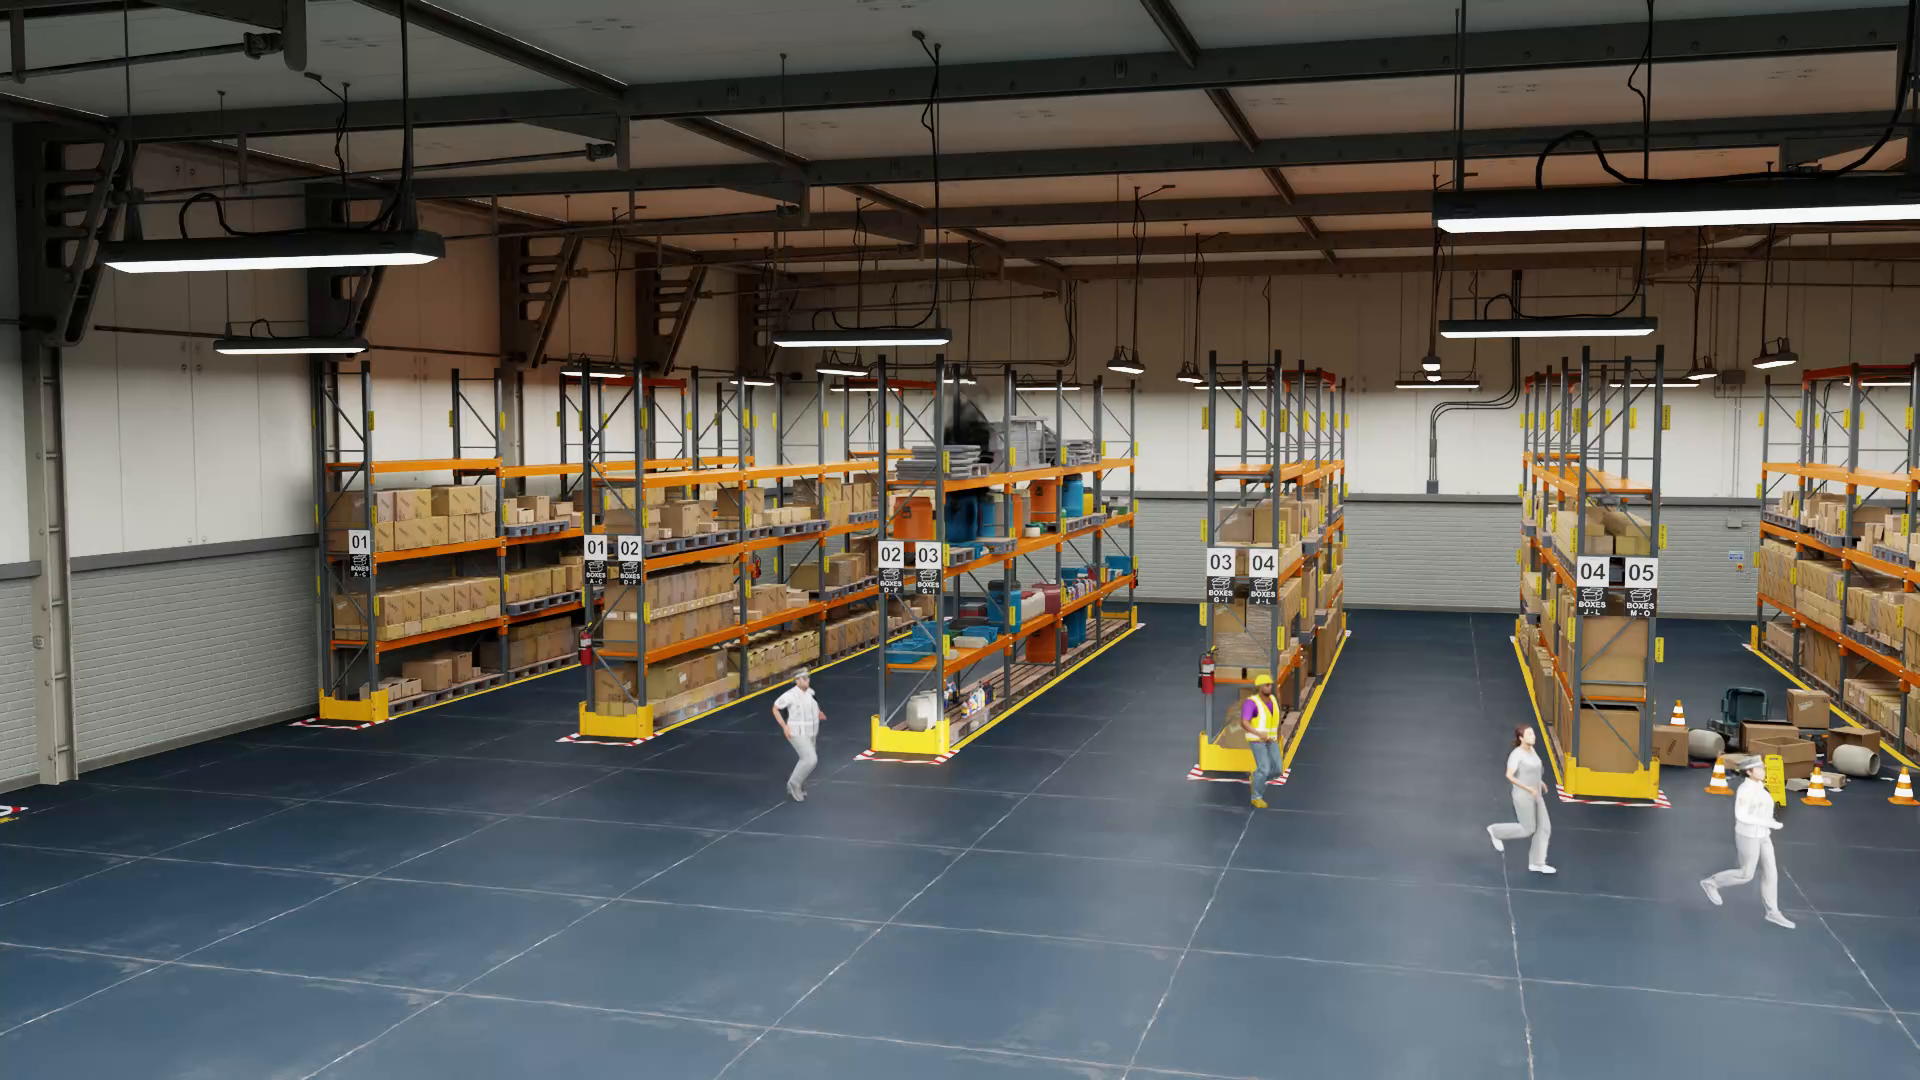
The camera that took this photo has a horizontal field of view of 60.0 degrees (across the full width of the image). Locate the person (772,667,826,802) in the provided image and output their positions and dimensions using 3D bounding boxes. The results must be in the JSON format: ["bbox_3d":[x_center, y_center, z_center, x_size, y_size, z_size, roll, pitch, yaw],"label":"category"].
[{"bbox_3d":[-2.039,2.557,21.899,0.669,1.775,0.637,3,5,33],"label":"person"}]

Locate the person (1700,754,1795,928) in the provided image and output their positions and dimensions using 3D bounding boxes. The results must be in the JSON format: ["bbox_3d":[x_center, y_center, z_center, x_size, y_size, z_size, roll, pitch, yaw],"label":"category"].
[{"bbox_3d":[7.900,2.966,16.621,0.616,1.692,0.901,-4,6,-43],"label":"person"}]

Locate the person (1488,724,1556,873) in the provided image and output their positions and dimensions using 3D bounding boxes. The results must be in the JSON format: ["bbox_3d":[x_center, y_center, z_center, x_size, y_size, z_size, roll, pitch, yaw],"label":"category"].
[{"bbox_3d":[6.333,2.870,18.615,0.581,1.623,0.806,-3,5,-39],"label":"person"}]

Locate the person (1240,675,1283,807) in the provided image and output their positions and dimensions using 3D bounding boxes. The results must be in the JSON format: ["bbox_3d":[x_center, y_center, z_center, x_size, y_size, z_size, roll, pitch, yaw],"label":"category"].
[{"bbox_3d":[3.946,2.600,21.625,0.742,1.726,0.606,-3,5,-37],"label":"person"}]
